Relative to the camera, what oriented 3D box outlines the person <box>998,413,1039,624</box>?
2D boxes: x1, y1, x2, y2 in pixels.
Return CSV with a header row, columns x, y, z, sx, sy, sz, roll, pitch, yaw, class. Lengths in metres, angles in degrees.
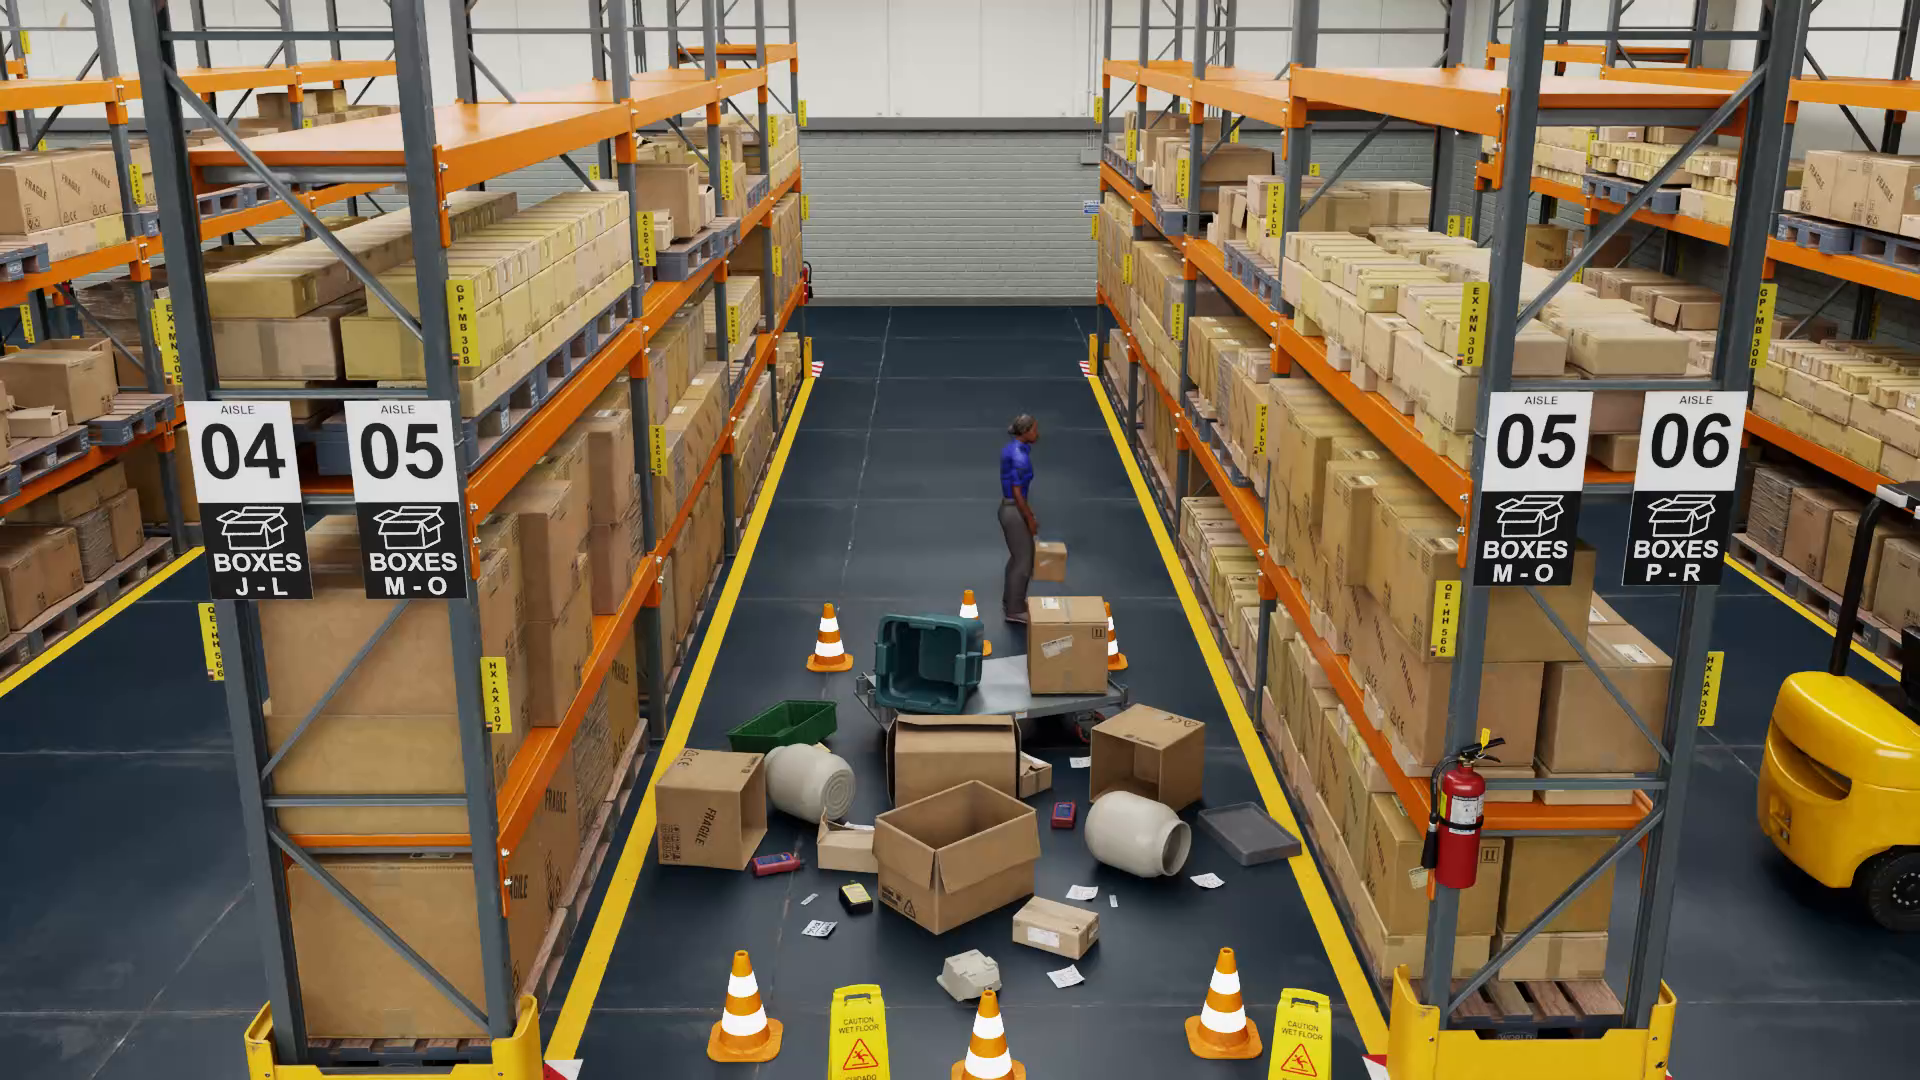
x,y,z,sx,sy,sz,roll,pitch,yaw,class
0.474,-0.190,13.160,0.345,1.659,0.495,-1,17,-2,person
